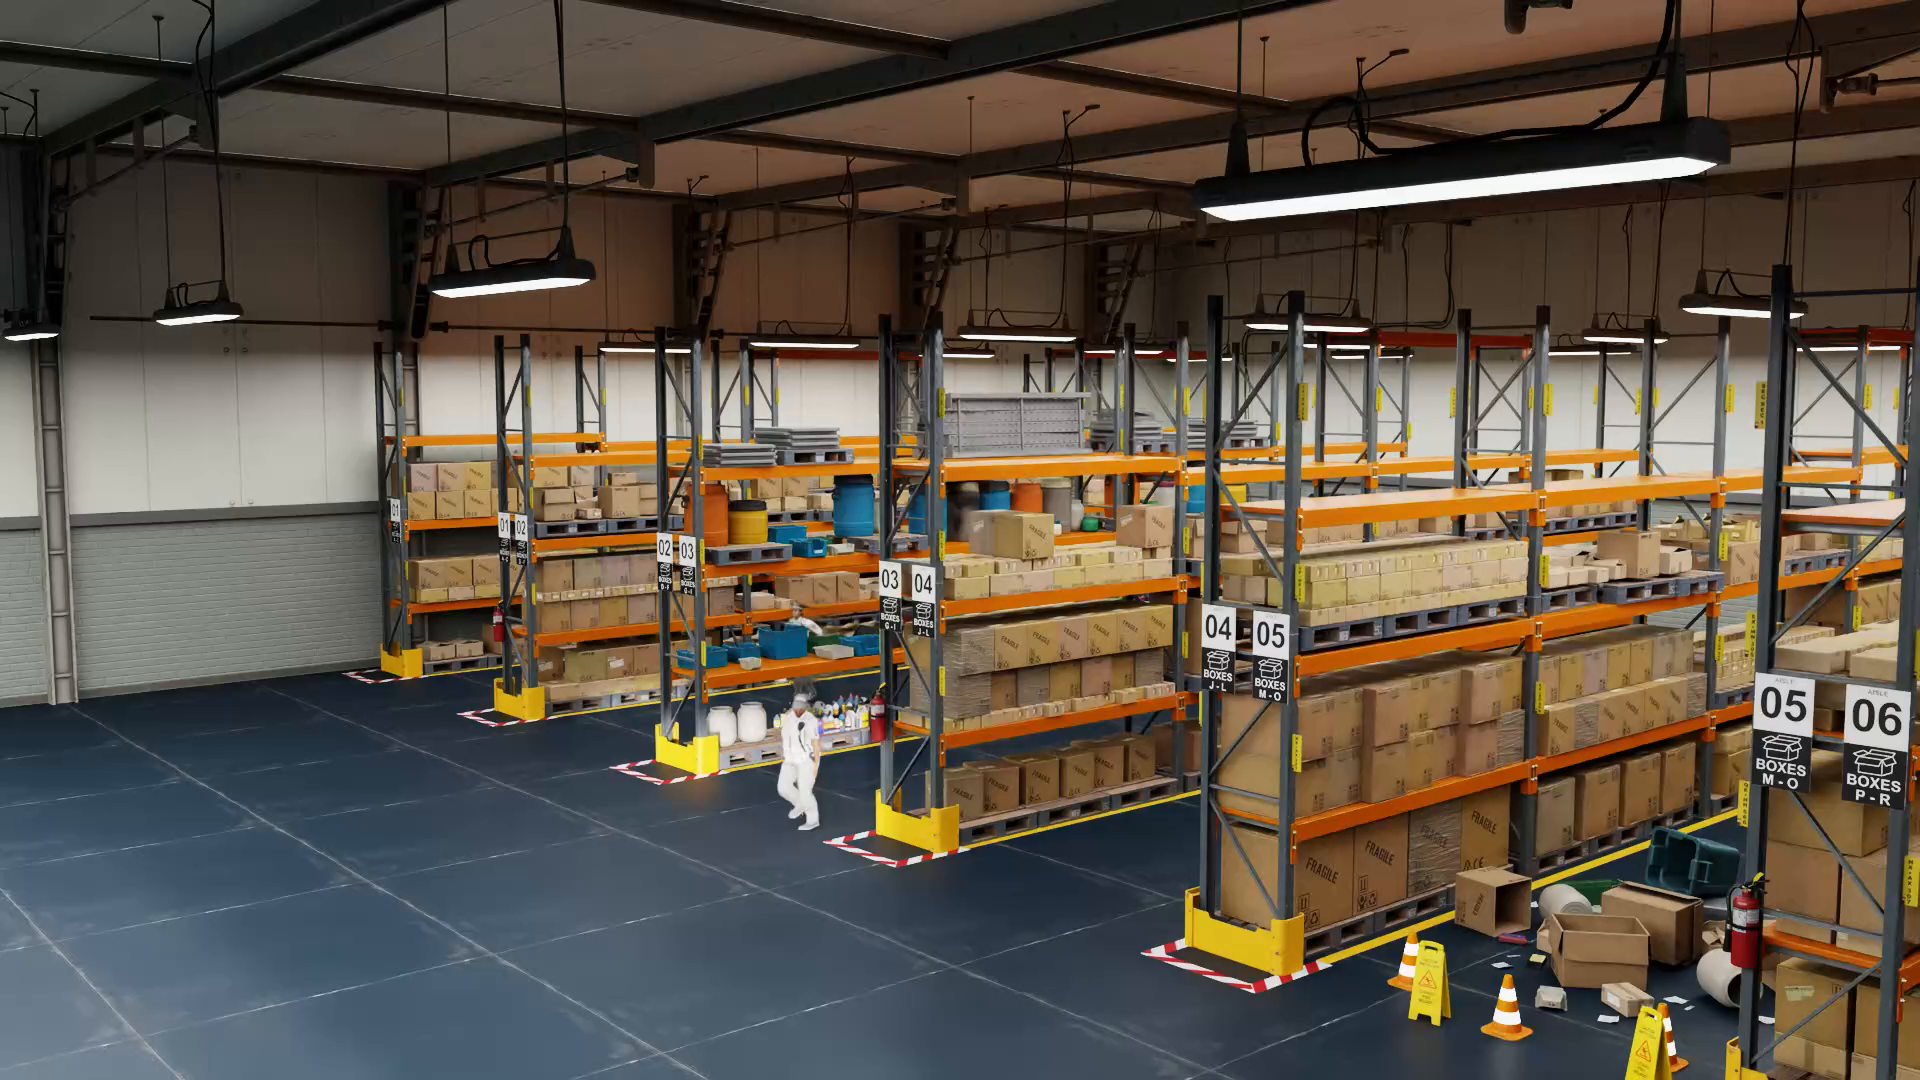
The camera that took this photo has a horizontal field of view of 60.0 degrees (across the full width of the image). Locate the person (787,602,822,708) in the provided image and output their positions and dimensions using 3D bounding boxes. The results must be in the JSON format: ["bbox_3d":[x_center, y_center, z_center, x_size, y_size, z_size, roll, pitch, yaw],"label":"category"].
[{"bbox_3d":[-2.617,1.859,27.117,0.546,1.740,0.811,5,7,43],"label":"person"}]

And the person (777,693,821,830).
[{"bbox_3d":[-1.866,2.573,19.536,0.622,1.627,0.574,4,6,35],"label":"person"}]
